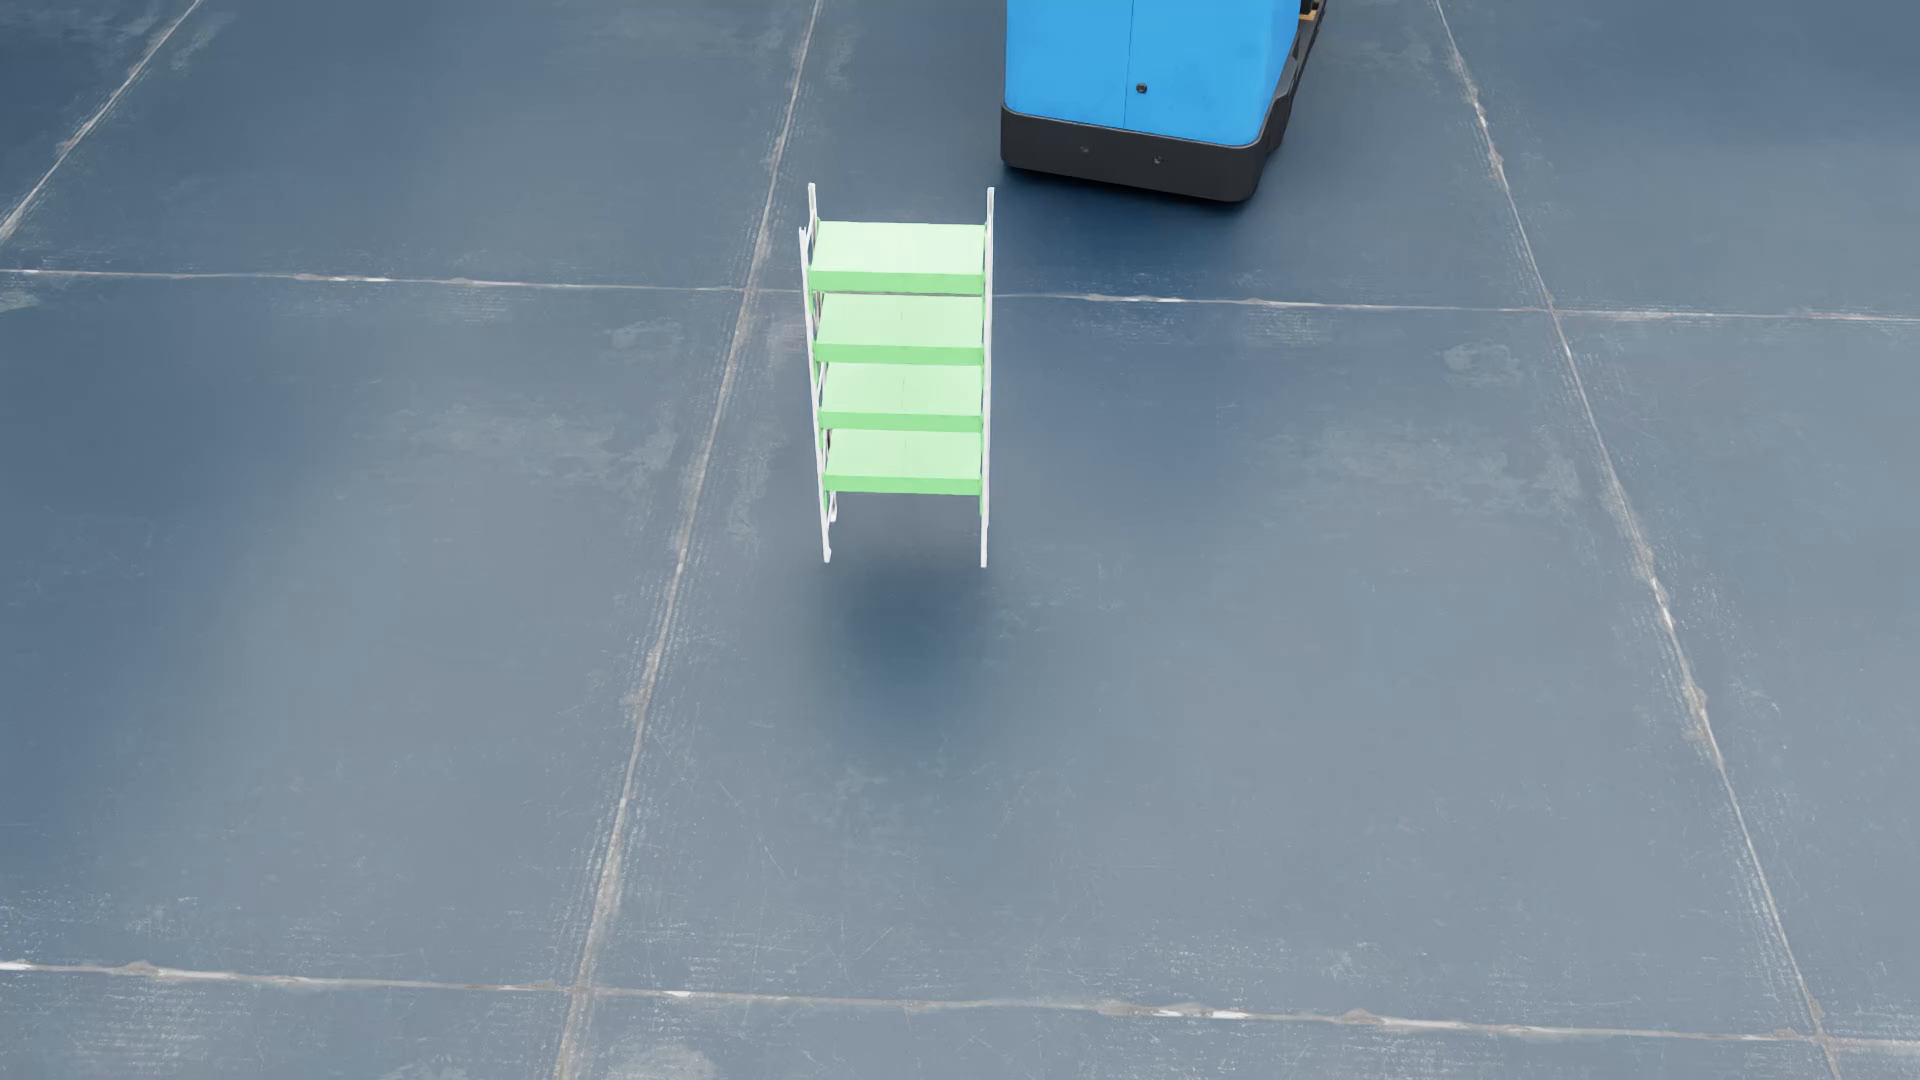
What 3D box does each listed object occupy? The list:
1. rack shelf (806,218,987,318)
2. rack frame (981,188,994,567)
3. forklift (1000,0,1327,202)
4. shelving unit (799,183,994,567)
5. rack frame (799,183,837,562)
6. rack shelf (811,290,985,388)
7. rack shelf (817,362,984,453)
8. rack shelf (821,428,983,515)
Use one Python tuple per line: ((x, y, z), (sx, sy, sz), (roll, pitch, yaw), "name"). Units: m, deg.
((-0.165, -0.749, 4.563), (0.480, 0.148, 0.258), (2, 43, 2), "rack shelf")
((0.078, -0.437, 4.838), (0.015, 1.200, 0.240), (2, 43, 2), "rack frame")
((1.096, -3.432, 6.783), (1.130, 2.935, 3.031), (12, 44, 13), "forklift")
((-0.165, -0.444, 4.846), (0.503, 1.200, 0.258), (2, 43, 2), "shelving unit")
((-0.409, -0.452, 4.855), (0.015, 1.200, 0.240), (2, 43, 2), "rack frame")
((-0.165, -0.573, 4.726), (0.480, 0.148, 0.258), (2, 43, 2), "rack shelf")
((-0.165, -0.397, 4.890), (0.480, 0.148, 0.258), (2, 43, 2), "rack shelf")
((-0.165, -0.222, 5.054), (0.480, 0.148, 0.258), (2, 43, 2), "rack shelf")
